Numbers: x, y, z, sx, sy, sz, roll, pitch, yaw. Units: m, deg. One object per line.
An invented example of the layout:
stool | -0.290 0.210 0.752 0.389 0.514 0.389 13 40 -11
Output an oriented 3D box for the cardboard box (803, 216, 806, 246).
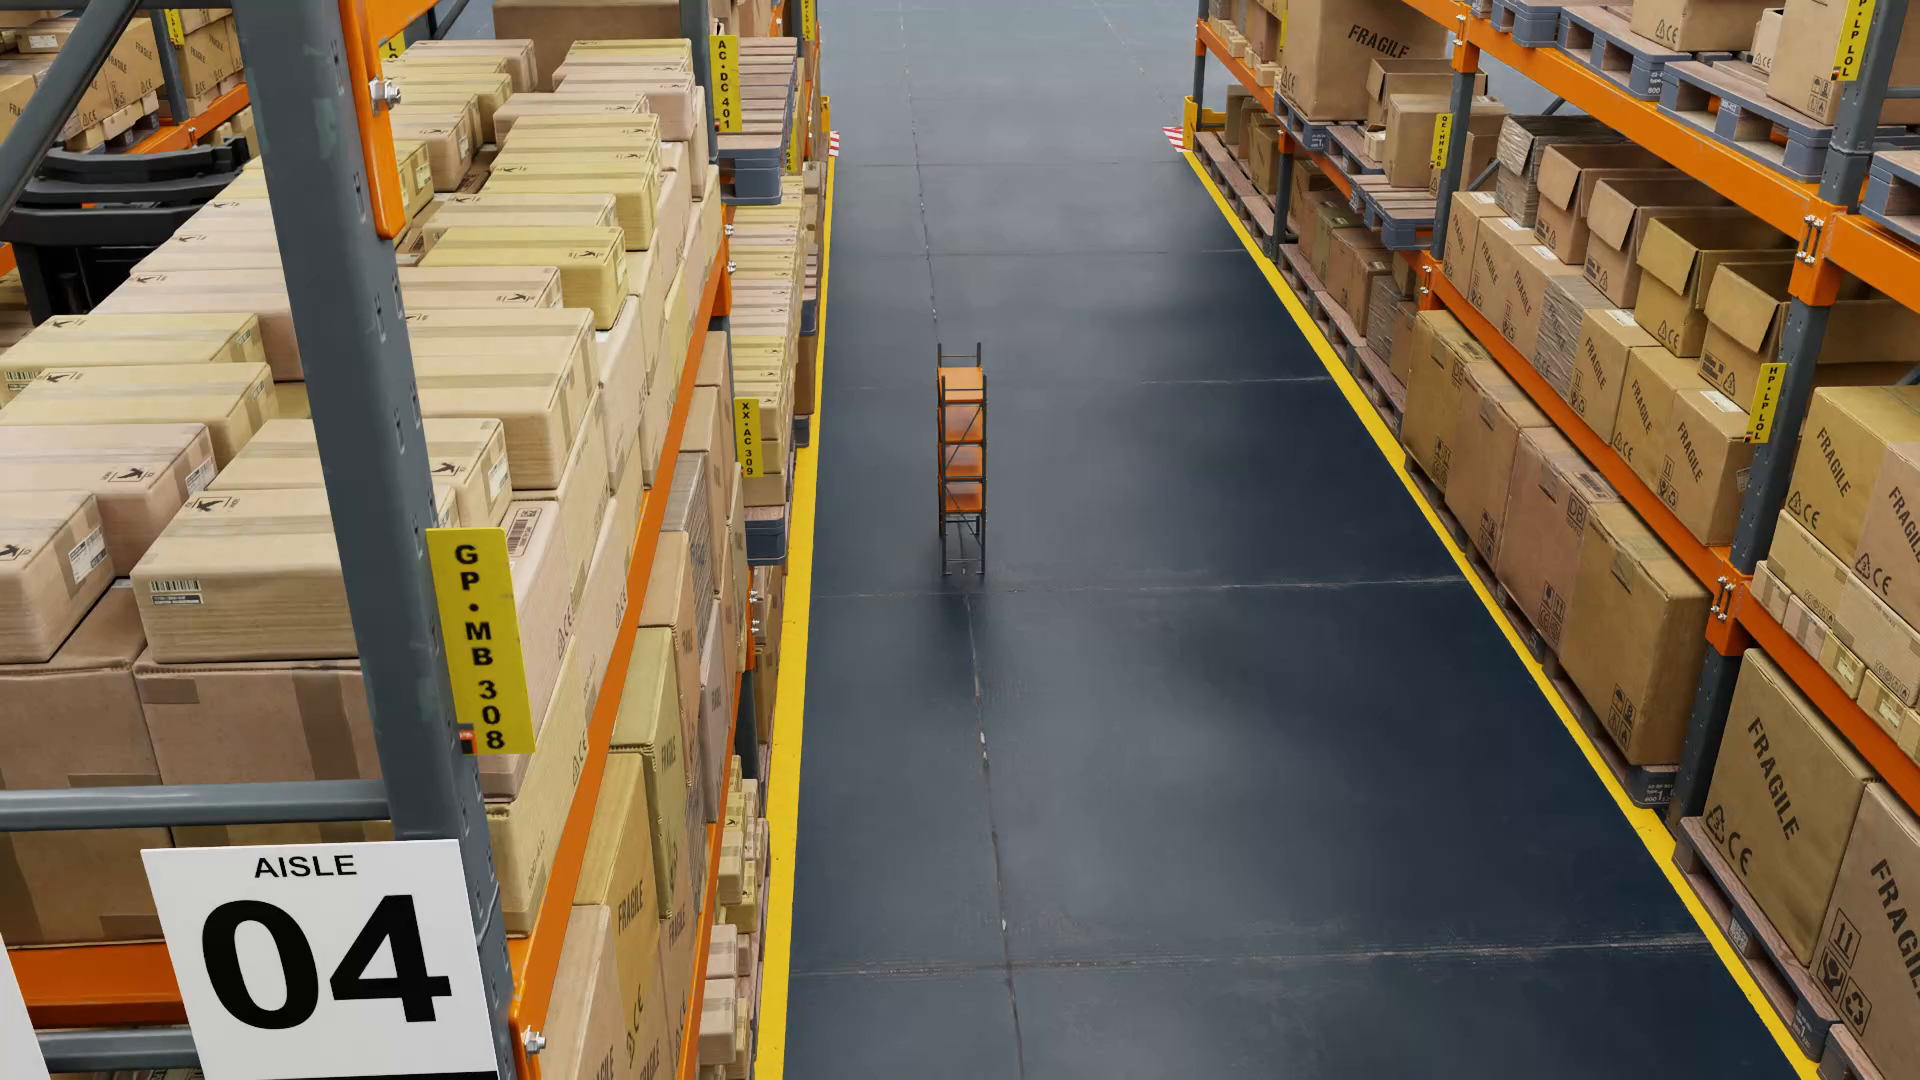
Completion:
cardboard box | -1.060 -1.699 9.260 0.380 0.149 0.250 0 28 -1

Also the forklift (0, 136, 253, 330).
forklift | -3.136 -0.388 7.324 1.130 2.935 3.031 -2 28 -3

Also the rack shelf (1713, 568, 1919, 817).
rack shelf | 3.716 1.184 5.015 1.077 0.370 4.000 -1 28 -3

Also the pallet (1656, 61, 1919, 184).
pallet | 3.514 -1.726 6.779 0.805 0.209 1.217 -2 28 -5

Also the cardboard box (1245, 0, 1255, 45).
cardboard box | 3.129 -4.831 15.339 0.875 0.500 0.500 -1 28 -3

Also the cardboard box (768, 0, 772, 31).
cardboard box | -1.272 -2.950 8.810 0.500 0.500 0.500 -1 28 -3

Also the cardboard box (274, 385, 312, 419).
cardboard box | -1.444 -0.066 3.011 0.500 0.250 0.500 -2 28 -4

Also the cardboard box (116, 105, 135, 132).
cardboard box | -6.355 -3.117 12.301 0.380 0.149 0.250 -2 28 -3

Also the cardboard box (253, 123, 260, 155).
cardboard box | -6.529 -3.579 15.077 0.500 0.500 0.500 0 28 0

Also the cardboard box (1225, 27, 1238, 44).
cardboard box | 2.793 -4.890 16.153 0.380 0.149 0.250 -1 28 -3

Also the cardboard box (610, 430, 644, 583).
cardboard box | -0.969 -0.096 3.610 0.500 0.250 0.500 -2 28 -4

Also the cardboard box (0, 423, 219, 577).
cardboard box | -1.386 -0.063 2.573 0.380 0.149 0.250 -1 28 -2

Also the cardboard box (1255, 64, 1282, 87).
cardboard box | 2.808 -4.079 14.600 0.380 0.149 0.250 -1 28 -3

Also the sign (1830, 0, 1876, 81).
sign | 3.070 -1.740 5.699 0.100 0.325 0.005 -1 28 -3

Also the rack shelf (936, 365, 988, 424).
rack shelf | 0.009 -0.804 9.144 0.258 0.148 0.480 -1 28 -3

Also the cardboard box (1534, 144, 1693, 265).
cardboard box | 3.456 -1.756 8.681 0.797 0.503 0.637 -1 28 -1

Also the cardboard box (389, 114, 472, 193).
cardboard box | -1.521 -1.026 4.421 0.380 0.149 0.250 -2 28 -4

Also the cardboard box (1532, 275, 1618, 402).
cardboard box | 3.240 -1.014 8.342 0.500 0.500 0.500 -1 28 -2

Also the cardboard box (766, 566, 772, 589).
cardboard box | -1.152 0.010 7.924 0.500 0.250 0.500 -1 28 -1

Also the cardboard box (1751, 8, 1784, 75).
cardboard box | 3.644 -2.044 6.825 0.500 0.311 0.500 -2 28 -4

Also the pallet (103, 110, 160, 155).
pallet | -6.808 -3.073 12.605 1.003 0.211 1.213 -1 28 -3

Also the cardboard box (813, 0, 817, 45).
cardboard box | -1.859 -5.170 16.257 0.875 0.550 0.550 -1 28 -3

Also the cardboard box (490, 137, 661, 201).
cardboard box | -0.965 -0.913 4.204 0.380 0.149 0.250 -2 28 -3

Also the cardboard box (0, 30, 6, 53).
cardboard box | -6.872 -3.439 11.515 0.380 0.149 0.250 0 28 0

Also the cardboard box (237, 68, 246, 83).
cardboard box | -6.456 -4.147 14.729 0.380 0.149 0.250 -1 28 -2

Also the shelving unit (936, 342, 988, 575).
shelving unit | 0.009 -0.456 9.326 0.258 1.200 0.503 -1 28 -3

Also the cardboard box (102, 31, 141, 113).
cardboard box | -6.422 -3.440 12.218 0.500 0.500 0.500 -1 28 -2

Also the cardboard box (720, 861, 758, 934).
cardboard box | -0.955 1.346 6.233 0.380 0.149 0.250 -2 28 -4

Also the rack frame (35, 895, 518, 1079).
rack frame | -1.138 1.861 2.937 1.000 3.000 0.127 -1 28 -3

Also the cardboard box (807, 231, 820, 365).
cardboard box | -1.547 -1.709 11.761 1.050 0.750 0.750 -1 28 -2

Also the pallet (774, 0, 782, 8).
pallet | -1.643 -3.375 9.938 1.213 0.211 1.003 0 28 0

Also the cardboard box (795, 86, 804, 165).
cardboard box | -1.418 -3.023 12.195 0.500 0.500 0.500 -1 28 -2

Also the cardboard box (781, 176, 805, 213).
cardboard box | -1.073 -1.956 9.431 0.380 0.149 0.250 -2 28 -5

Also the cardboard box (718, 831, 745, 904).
cardboard box | -0.996 1.218 6.156 0.380 0.149 0.250 -2 28 -3

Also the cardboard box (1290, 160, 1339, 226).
cardboard box | 3.213 -3.017 14.540 0.500 0.500 0.500 -2 28 -4

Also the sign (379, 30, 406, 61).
sign | -1.901 -1.705 5.546 0.100 0.325 0.005 -1 28 -3

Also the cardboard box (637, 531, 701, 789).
cardboard box | -0.964 0.319 4.383 0.500 0.500 0.500 -2 28 -4

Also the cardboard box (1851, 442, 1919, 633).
cardboard box | 3.399 -0.002 5.539 0.500 0.500 0.500 -1 28 -3

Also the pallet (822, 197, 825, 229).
pallet | -1.726 -2.797 14.884 1.003 0.211 1.213 -1 28 -3

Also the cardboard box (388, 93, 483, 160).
cardboard box | -1.555 -1.145 4.649 0.380 0.149 0.250 -2 28 -4

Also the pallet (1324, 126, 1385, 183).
pallet | 3.258 -2.734 11.956 1.003 0.211 1.213 -1 28 -3

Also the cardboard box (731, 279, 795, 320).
cardboard box | -0.977 -1.114 7.817 0.380 0.149 0.250 0 28 -1

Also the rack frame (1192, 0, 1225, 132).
rack frame | 2.985 -5.601 17.244 1.000 3.000 0.127 -1 28 -3

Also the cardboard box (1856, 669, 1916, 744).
cardboard box | 3.338 0.562 5.701 0.380 0.149 0.250 -2 28 -4

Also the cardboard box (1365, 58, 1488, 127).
cardboard box | 3.376 -3.187 12.051 0.797 0.503 0.637 1 28 3

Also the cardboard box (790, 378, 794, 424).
cardboard box | -0.950 -0.613 7.499 0.380 0.149 0.250 -1 28 -2

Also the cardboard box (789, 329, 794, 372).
cardboard box | -0.968 -0.869 7.668 0.380 0.149 0.250 0 28 -1

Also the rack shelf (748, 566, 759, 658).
rack shelf | -1.452 -0.590 8.416 1.077 0.370 4.000 -1 28 -3

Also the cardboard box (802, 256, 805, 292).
cardboard box | -1.046 -1.458 9.119 0.380 0.149 0.250 -1 28 -2

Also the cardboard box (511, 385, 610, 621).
cardboard box | -0.930 -0.074 3.026 0.500 0.250 0.500 -2 28 -3

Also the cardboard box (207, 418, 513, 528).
cardboard box | -0.923 -0.074 2.594 0.380 0.149 0.250 0 28 -1

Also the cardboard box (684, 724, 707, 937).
cardboard box | -0.985 0.763 4.614 0.500 0.500 0.500 -2 28 -4

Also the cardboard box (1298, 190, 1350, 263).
cardboard box | 3.204 -2.556 13.634 0.700 0.500 0.500 -3 28 -7
